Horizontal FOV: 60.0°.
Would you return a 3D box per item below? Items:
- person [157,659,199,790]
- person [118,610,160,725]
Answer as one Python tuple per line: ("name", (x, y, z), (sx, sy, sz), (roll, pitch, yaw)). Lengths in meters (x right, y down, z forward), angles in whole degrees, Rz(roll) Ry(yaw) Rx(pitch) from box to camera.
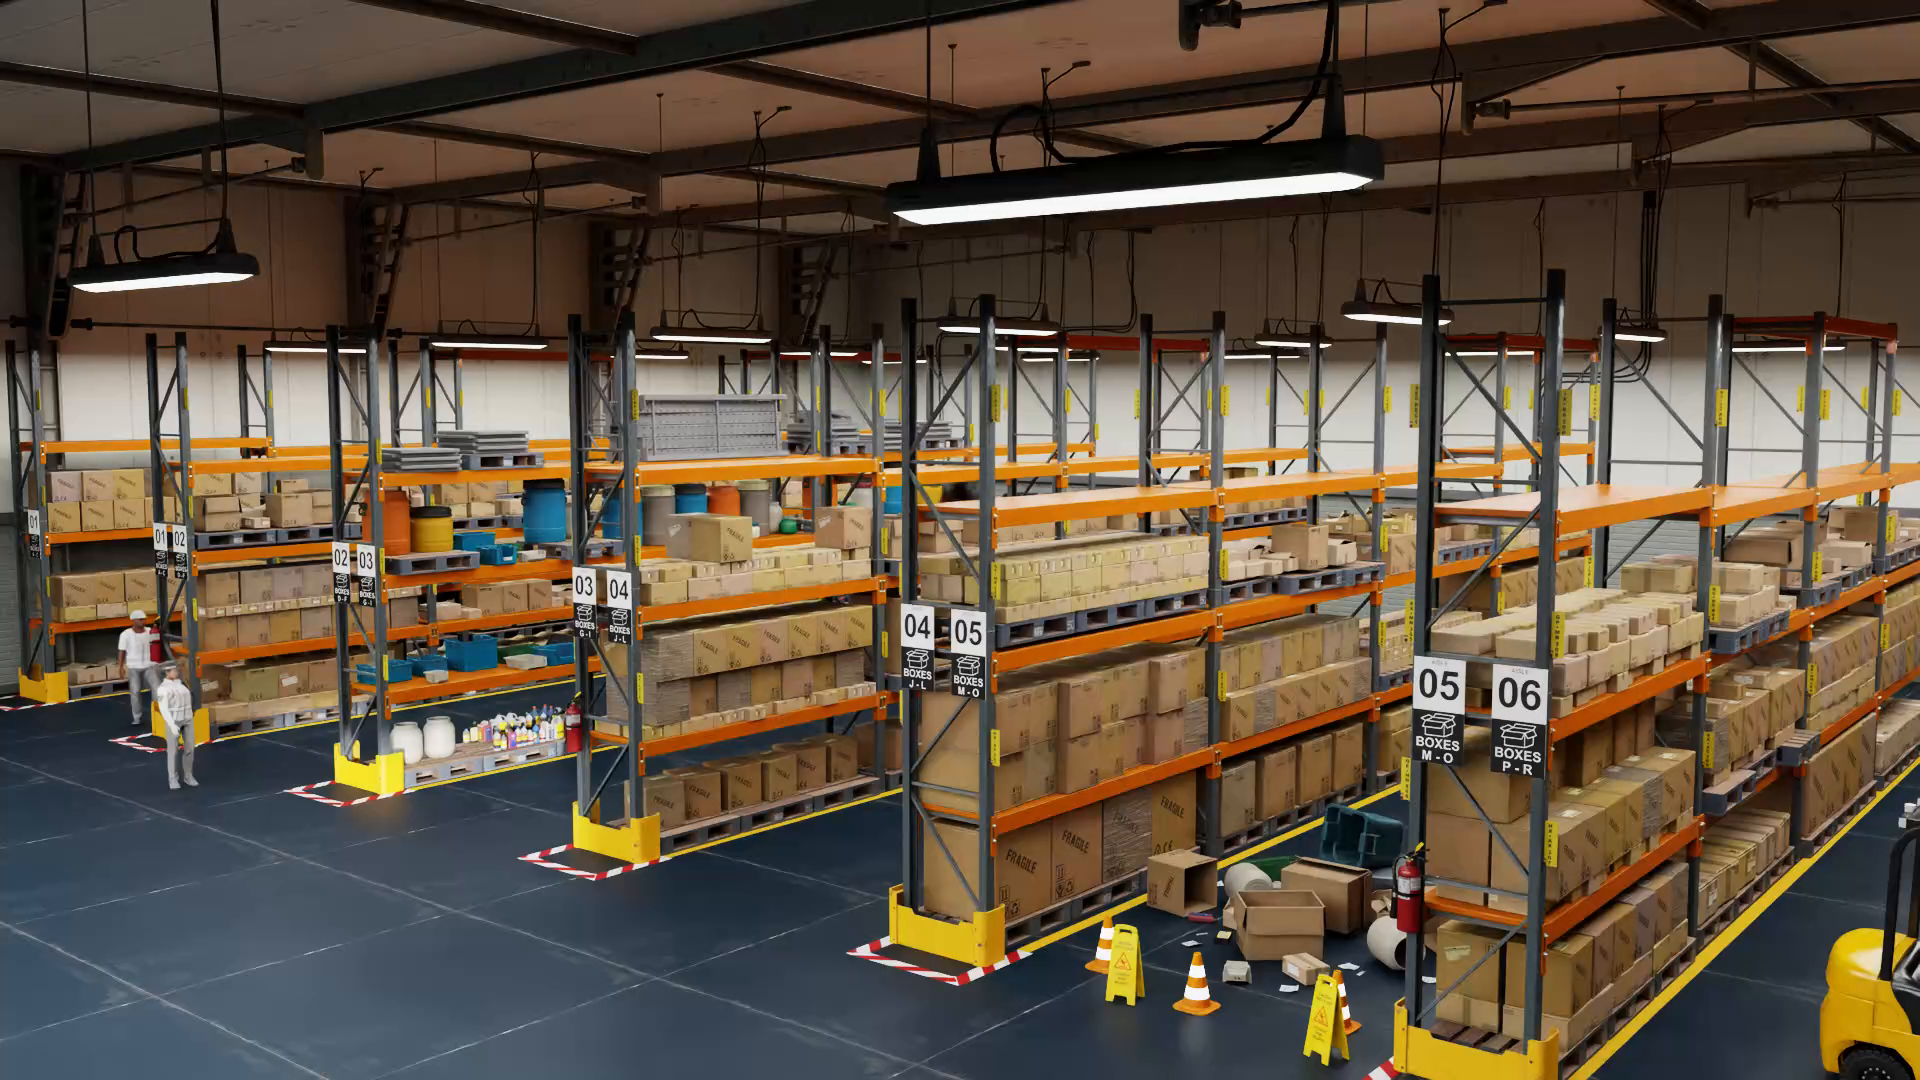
("person", (-10.157, 2.411, 21.638), (0.505, 1.717, 0.553), (4, 6, 35))
("person", (-12.701, 1.983, 25.798), (0.630, 1.800, 0.421), (-3, 6, -31))
